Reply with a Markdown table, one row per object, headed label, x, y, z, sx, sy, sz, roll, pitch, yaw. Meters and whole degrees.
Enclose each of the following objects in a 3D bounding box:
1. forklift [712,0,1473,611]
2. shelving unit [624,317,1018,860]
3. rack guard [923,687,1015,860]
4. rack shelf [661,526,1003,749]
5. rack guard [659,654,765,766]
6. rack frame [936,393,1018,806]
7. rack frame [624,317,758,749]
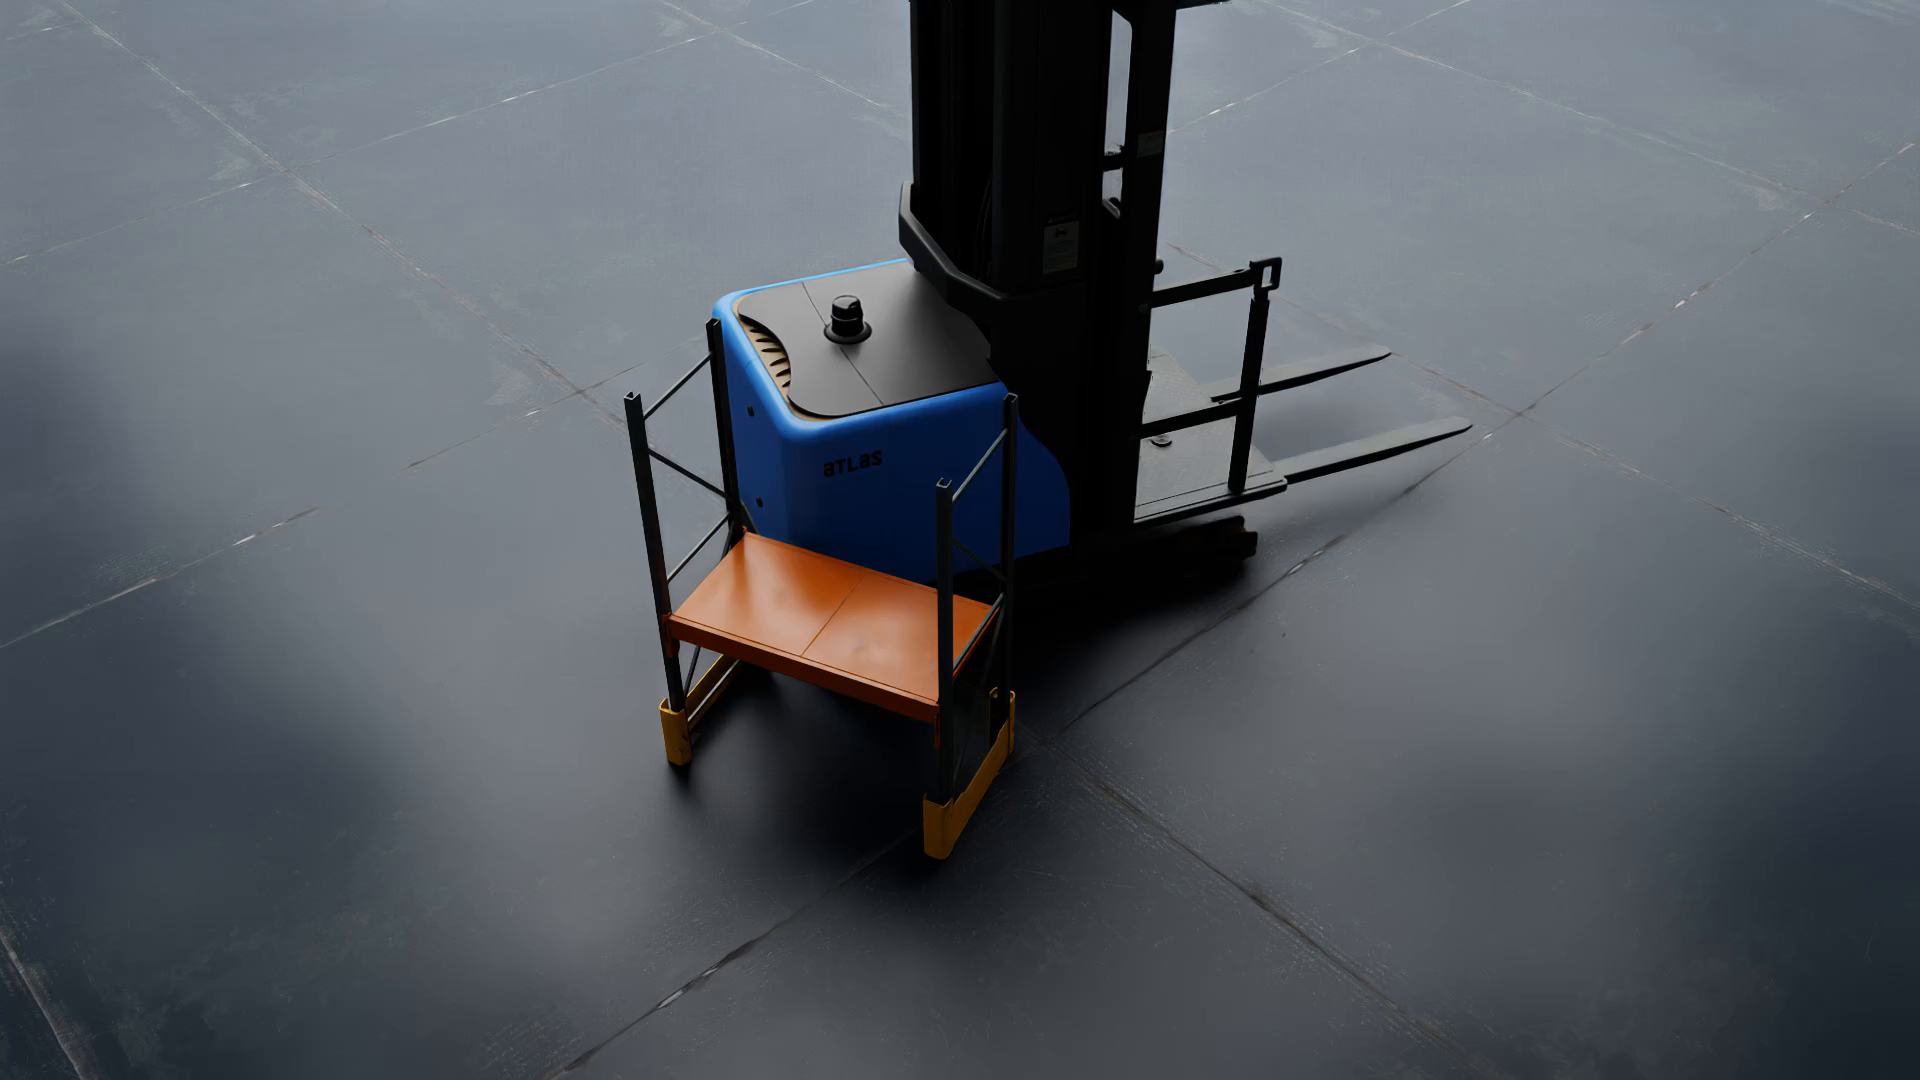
| label | x | y | z | sx | sy | sz | roll | pitch | yaw |
| --- | --- | --- | --- | --- | --- | --- | --- | --- | --- |
| forklift | 0.635 | -1.285 | 6.009 | 3.031 | 2.935 | 1.130 | -14 | 41 | -17 |
| shelving unit | -0.417 | 0.159 | 5.359 | 1.083 | 1.500 | 0.587 | 16 | 42 | 19 |
| rack guard | 0.035 | 0.777 | 5.589 | 0.087 | 0.250 | 0.587 | 16 | 42 | 19 |
| rack shelf | -0.408 | 0.301 | 5.469 | 1.000 | 0.185 | 0.538 | 16 | 42 | 19 |
| rack guard | -0.868 | 0.514 | 5.915 | 0.087 | 0.250 | 0.587 | 16 | 42 | 19 |
| rack frame | 0.053 | 0.296 | 5.190 | 0.032 | 1.500 | 0.500 | 16 | 42 | 19 |
| rack frame | -0.869 | 0.027 | 5.523 | 0.032 | 1.500 | 0.500 | 16 | 42 | 19 |
